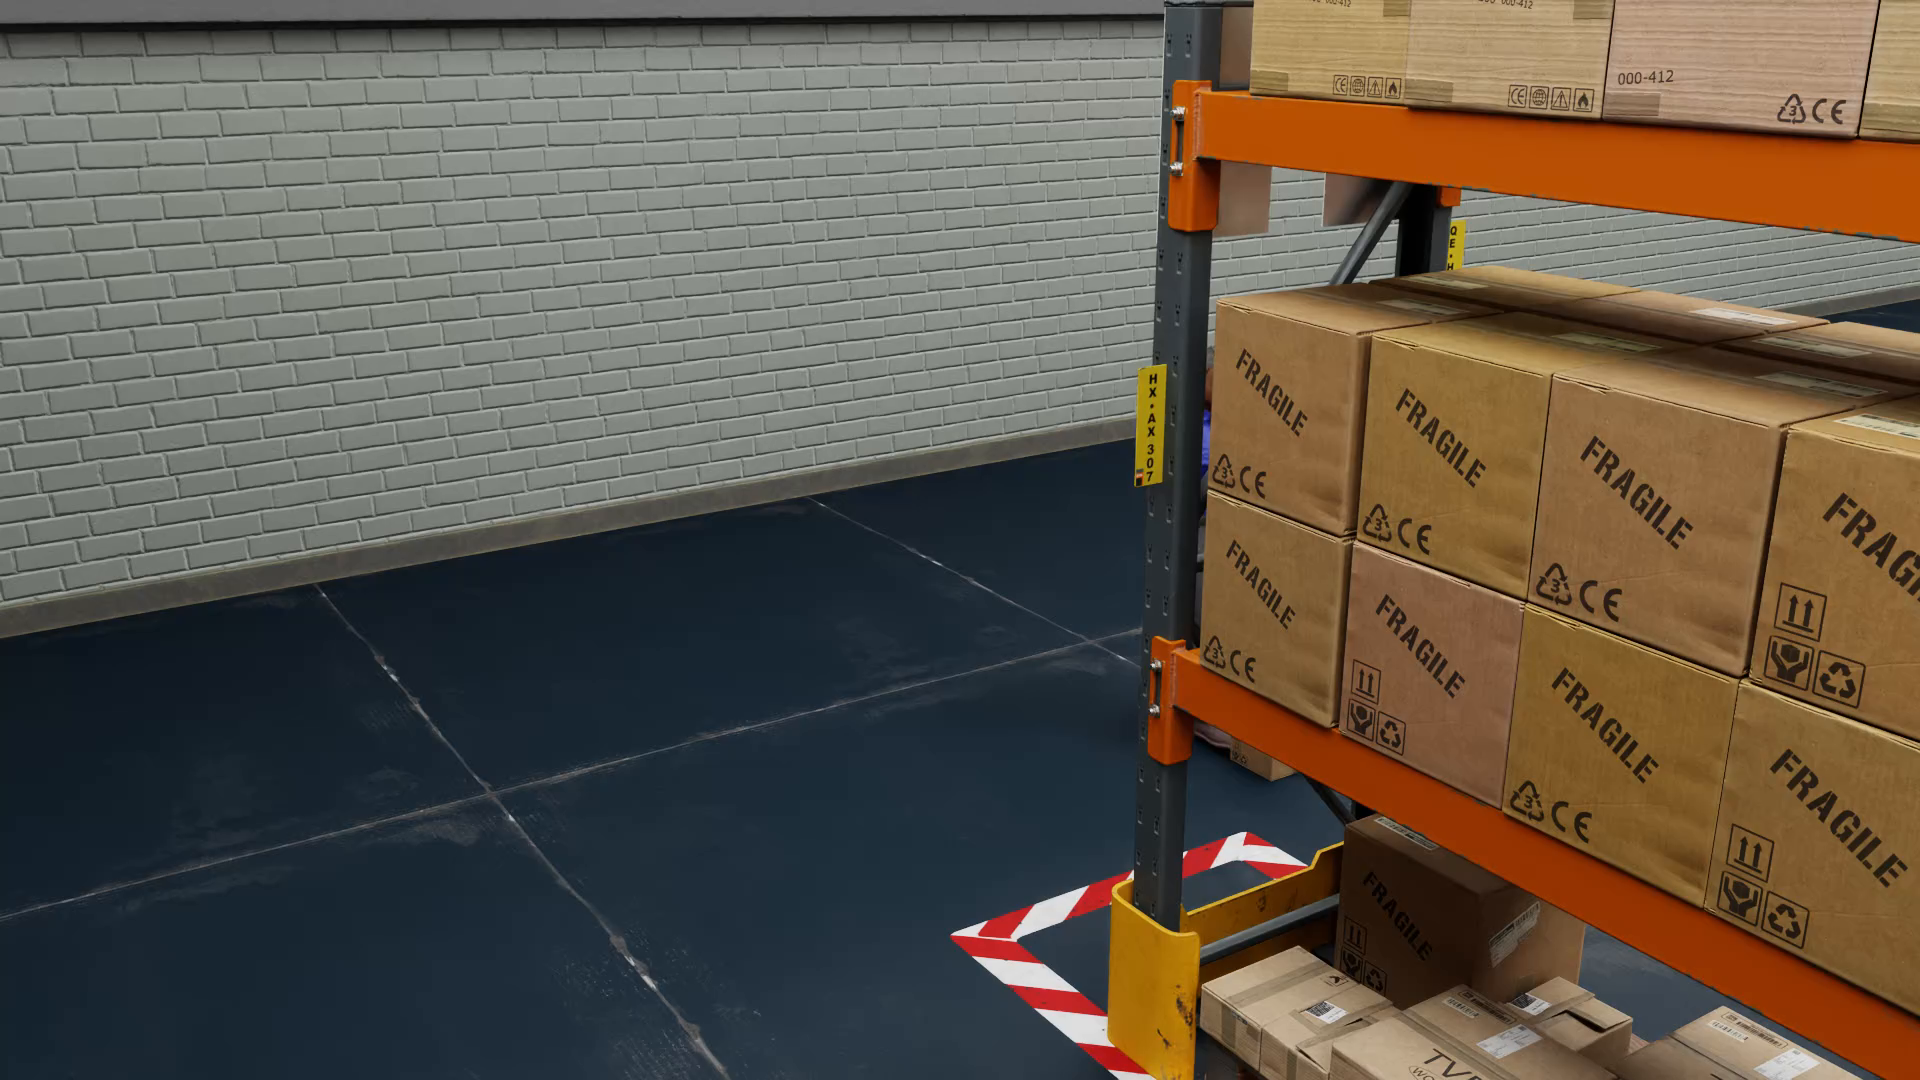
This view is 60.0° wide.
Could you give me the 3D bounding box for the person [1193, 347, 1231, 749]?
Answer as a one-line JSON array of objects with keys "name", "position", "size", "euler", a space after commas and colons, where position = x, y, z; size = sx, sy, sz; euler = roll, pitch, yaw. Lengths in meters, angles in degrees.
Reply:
[{"name": "person", "position": [1.054, 0.014, 6.995], "size": [0.457, 1.656, 0.646], "euler": [-15, 23, -38]}]
